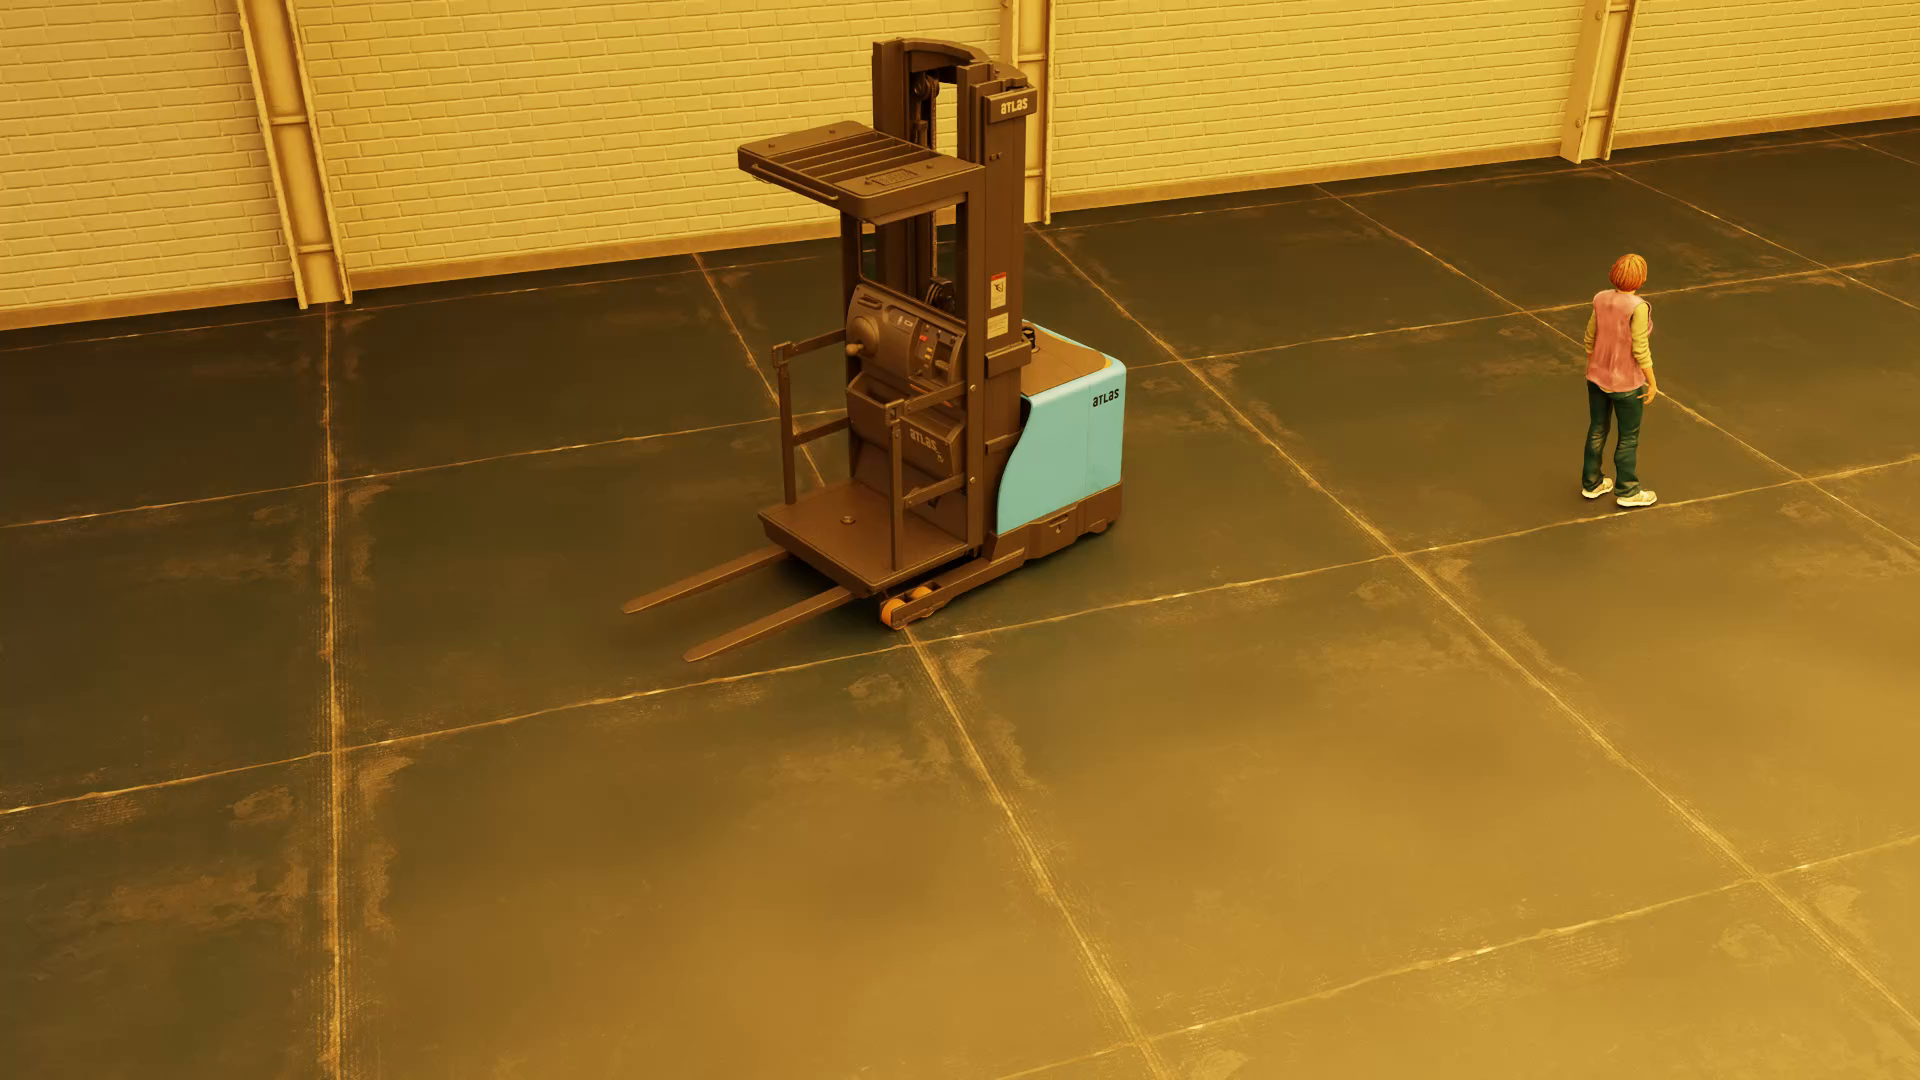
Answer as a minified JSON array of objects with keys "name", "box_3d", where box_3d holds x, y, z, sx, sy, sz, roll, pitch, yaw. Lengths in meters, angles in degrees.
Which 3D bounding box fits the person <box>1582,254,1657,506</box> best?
[{"name":"person","box_3d":[4.049,-0.981,10.116,0.472,1.600,0.520,-15,33,-25]}]

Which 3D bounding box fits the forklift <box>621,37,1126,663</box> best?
[{"name":"forklift","box_3d":[-0.461,-1.072,8.951,3.031,2.935,1.130,-23,37,-34]}]
